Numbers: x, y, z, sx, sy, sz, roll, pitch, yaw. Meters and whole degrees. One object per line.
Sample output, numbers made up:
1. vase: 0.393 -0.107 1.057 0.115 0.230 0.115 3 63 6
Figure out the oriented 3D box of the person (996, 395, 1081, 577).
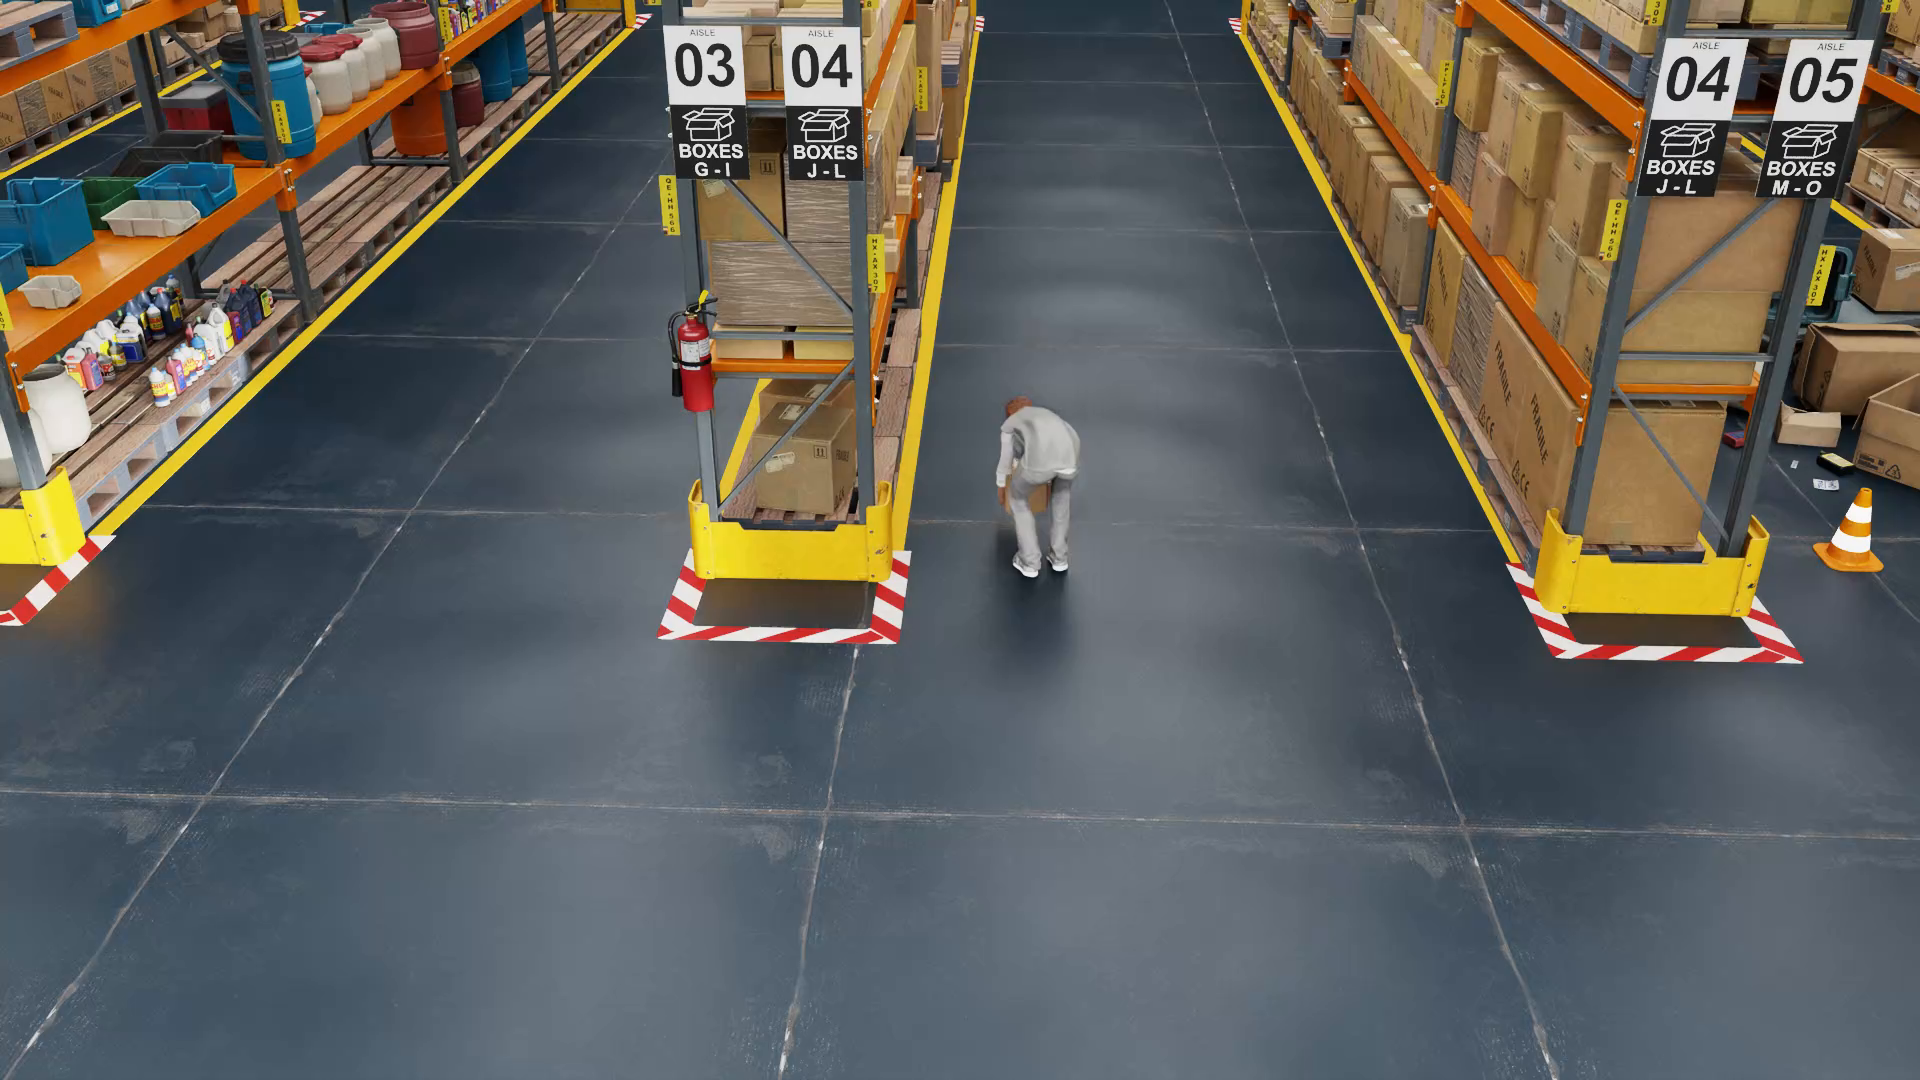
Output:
1. person: 0.446 -0.347 9.927 0.398 0.979 0.871 -8 29 -14
